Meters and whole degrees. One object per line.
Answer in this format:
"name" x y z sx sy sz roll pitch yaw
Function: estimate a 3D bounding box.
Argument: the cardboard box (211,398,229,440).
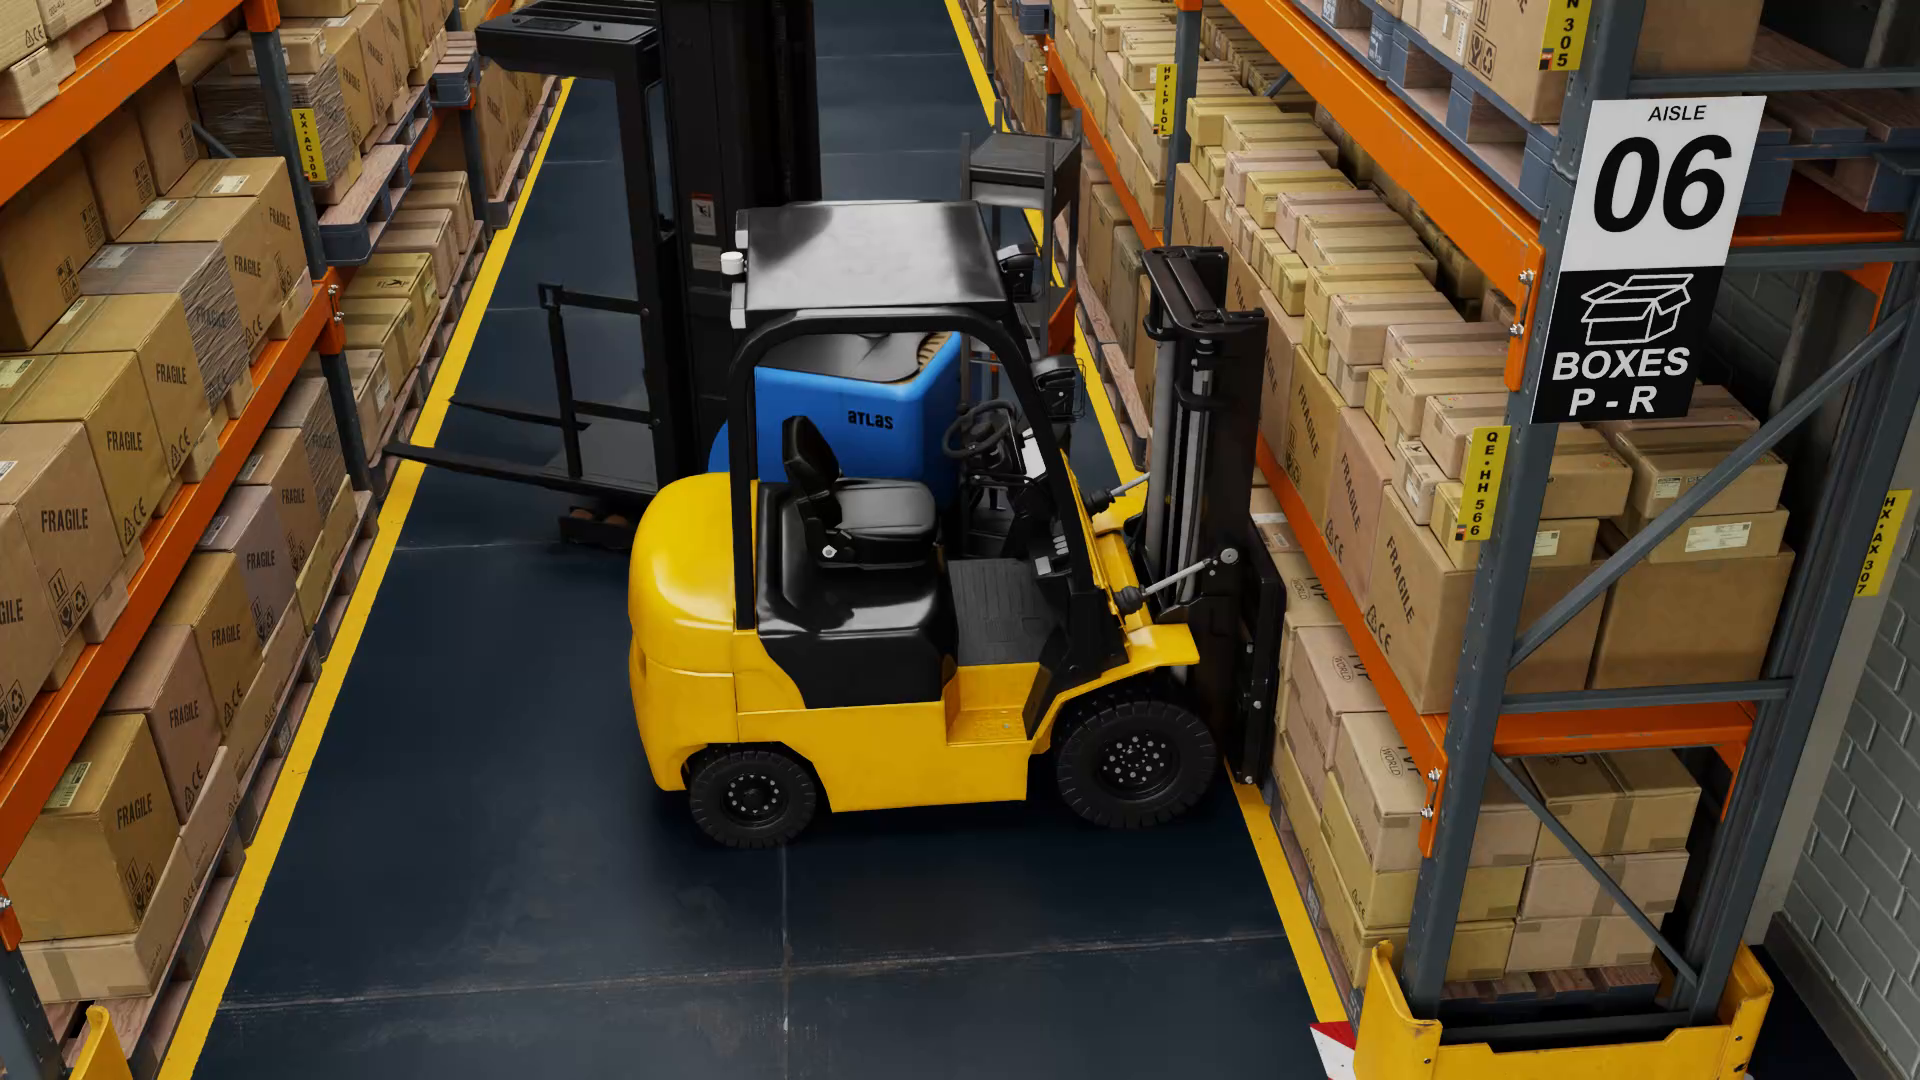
"cardboard box" -3.026 -0.455 6.331 0.380 0.149 0.250 -3 31 -5

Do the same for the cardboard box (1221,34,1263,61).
"cardboard box" 1.633 -2.638 9.012 0.380 0.149 0.250 -3 31 -5

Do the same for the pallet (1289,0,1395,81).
"pallet" 1.706 -1.797 5.494 1.003 0.211 1.213 -3 31 -5

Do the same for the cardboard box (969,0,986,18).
"cardboard box" 0.469 -5.551 16.647 0.700 0.500 0.500 -4 31 -6

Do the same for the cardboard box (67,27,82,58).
"cardboard box" -3.069 -1.602 5.328 0.380 0.149 0.250 -3 31 -5

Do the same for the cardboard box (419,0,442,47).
"cardboard box" -3.447 -3.274 10.009 0.500 0.500 0.500 -3 31 -5

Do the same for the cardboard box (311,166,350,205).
"cardboard box" -3.189 -1.733 8.061 0.380 0.149 0.250 -2 31 -4

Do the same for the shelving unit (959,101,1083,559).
"shelving unit" 0.274 -0.912 7.729 0.431 2.100 0.503 9 32 15

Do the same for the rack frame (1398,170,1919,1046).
"rack frame" 1.863 0.440 4.589 1.000 3.000 0.127 -3 31 -5

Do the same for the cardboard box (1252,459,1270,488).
"cardboard box" 1.318 -0.255 7.048 0.500 0.250 0.500 -2 31 -3

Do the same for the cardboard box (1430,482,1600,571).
"cardboard box" 1.552 -0.045 4.671 0.380 0.149 0.250 -2 31 -4

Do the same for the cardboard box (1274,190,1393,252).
"cardboard box" 1.423 -1.221 6.349 0.380 0.149 0.250 -3 31 -5

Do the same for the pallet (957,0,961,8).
"pallet" 0.451 -6.086 18.234 1.003 0.211 1.213 -3 31 -5

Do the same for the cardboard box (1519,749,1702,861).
"cardboard box" 2.007 0.756 5.356 0.500 0.250 0.500 -3 31 -5

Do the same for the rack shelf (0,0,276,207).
"rack shelf" -3.265 -1.321 5.312 1.077 0.370 4.000 -3 31 -5

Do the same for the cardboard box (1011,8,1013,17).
"cardboard box" 0.649 -4.609 14.436 0.380 0.149 0.250 -4 31 -7

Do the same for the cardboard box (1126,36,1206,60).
"cardboard box" 1.105 -2.611 8.966 0.380 0.149 0.250 -3 31 -6

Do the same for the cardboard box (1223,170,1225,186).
"cardboard box" 1.335 -1.485 7.081 0.380 0.149 0.250 -3 31 -5

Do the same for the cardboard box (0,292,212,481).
"cardboard box" -3.002 -0.530 5.825 0.500 0.500 0.500 -3 31 -6

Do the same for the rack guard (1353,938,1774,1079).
"rack guard" 1.866 1.525 5.209 1.175 0.500 0.348 -3 31 -5

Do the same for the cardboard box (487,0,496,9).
"cardboard box" -3.730 -4.132 12.389 0.500 0.250 0.500 -2 31 -3

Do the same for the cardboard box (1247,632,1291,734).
"cardboard box" 1.401 0.472 6.318 0.500 0.250 0.500 -3 31 -6

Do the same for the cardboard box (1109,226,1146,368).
"cardboard box" 1.365 -1.426 9.618 0.875 0.625 0.625 -3 31 -5

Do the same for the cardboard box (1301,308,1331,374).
"cardboard box" 1.408 -0.699 5.765 0.380 0.149 0.250 -3 31 -4

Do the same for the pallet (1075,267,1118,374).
"pallet" 1.265 -1.404 10.395 1.003 0.211 1.213 -3 31 -5

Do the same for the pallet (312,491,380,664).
"pallet" -3.354 0.175 7.750 1.003 0.211 1.213 -3 31 -5

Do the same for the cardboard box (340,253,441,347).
"cardboard box" -3.641 -1.404 9.829 0.950 0.372 0.625 -2 31 -3

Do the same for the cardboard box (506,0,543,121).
"cardboard box" -3.970 -3.942 13.587 0.875 0.875 0.875 -2 31 -3

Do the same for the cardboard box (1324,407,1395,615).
"cardboard box" 1.517 -0.107 5.407 0.500 0.500 0.500 -2 31 -3

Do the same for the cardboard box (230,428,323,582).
"cardboard box" -3.080 -0.136 7.093 0.500 0.500 0.500 -2 31 -4

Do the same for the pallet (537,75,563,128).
"pallet" -4.052 -3.860 14.506 1.003 0.211 1.213 -3 31 -5

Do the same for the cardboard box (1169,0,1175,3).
"cardboard box" 1.486 -3.287 10.098 0.380 0.149 0.250 -3 31 -5

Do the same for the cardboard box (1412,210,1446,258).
"cardboard box" 1.900 -1.117 6.175 0.380 0.149 0.250 -2 31 -3

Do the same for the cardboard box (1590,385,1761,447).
"cardboard box" 2.082 -0.330 4.857 0.380 0.149 0.250 -2 31 -3

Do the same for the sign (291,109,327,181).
"sign" -2.912 -1.764 7.435 0.100 0.325 0.005 -3 31 -5

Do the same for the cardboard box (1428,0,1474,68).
"cardboard box" 1.484 -1.372 4.435 0.380 0.149 0.250 -4 31 -6

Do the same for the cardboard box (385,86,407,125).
"cardboard box" -3.283 -2.399 9.177 0.380 0.149 0.250 -2 31 -3

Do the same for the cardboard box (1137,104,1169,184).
"cardboard box" 1.189 -1.991 8.317 0.500 0.250 0.500 -3 31 -6

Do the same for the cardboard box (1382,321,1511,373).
"cardboard box" 1.565 -0.570 5.258 0.380 0.149 0.250 -3 31 -4

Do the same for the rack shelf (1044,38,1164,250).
"rack shelf" 1.303 -2.315 9.902 1.077 0.370 4.000 -3 31 -5

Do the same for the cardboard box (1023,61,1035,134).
"cardboard box" 0.774 -3.481 13.180 0.500 0.500 0.500 -1 31 -2

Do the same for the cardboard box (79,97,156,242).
"cardboard box" -3.601 -1.466 6.416 0.700 0.500 0.500 -3 31 -4

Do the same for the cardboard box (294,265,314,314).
"cardboard box" -3.118 -1.106 7.421 0.380 0.149 0.250 -3 31 -5

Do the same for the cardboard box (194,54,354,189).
"cardboard box" -3.210 -1.967 7.821 0.500 0.500 0.500 -2 31 -3

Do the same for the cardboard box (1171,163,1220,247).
"cardboard box" 1.271 -1.406 7.582 0.500 0.500 0.500 -4 31 -6

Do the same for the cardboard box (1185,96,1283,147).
"cardboard box" 1.224 -1.875 7.443 0.380 0.149 0.250 -2 31 -4

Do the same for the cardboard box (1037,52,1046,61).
"cardboard box" 0.801 -3.682 12.884 0.380 0.149 0.250 -2 31 -3

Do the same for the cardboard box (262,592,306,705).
"cardboard box" -3.027 0.458 6.831 0.500 0.250 0.500 -2 31 -4

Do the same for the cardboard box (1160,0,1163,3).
"cardboard box" 1.018 -3.263 10.058 0.380 0.149 0.250 -2 31 -4

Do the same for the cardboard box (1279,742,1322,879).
"cardboard box" 1.468 0.961 5.988 0.500 0.250 0.500 -3 31 -5

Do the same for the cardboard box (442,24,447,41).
"cardboard box" -3.464 -3.188 10.498 0.380 0.149 0.250 -2 31 -4

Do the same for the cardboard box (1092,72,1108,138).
"cardboard box" 1.058 -2.558 9.753 0.500 0.250 0.500 -2 31 -3

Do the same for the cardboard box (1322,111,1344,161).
"cardboard box" 1.802 -1.773 7.273 0.380 0.149 0.250 -4 31 -6

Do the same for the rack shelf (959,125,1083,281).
"rack shelf" 0.274 -1.501 7.377 0.431 0.518 0.480 9 32 15

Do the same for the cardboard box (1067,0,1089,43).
"cardboard box" 0.960 -3.301 10.510 0.500 0.250 0.500 -2 31 -3

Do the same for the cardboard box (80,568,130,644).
"cardboard box" -2.864 0.205 5.227 0.380 0.149 0.250 -2 31 -4

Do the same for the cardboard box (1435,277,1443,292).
"cardboard box" 1.920 -0.985 6.245 0.380 0.149 0.250 -4 31 -6

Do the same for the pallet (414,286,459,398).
"pallet" -3.643 -1.187 10.032 1.003 0.211 1.213 -3 31 -5

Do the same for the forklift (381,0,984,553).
"forklift" -1.454 -1.455 7.828 3.031 2.935 1.130 10 32 16
